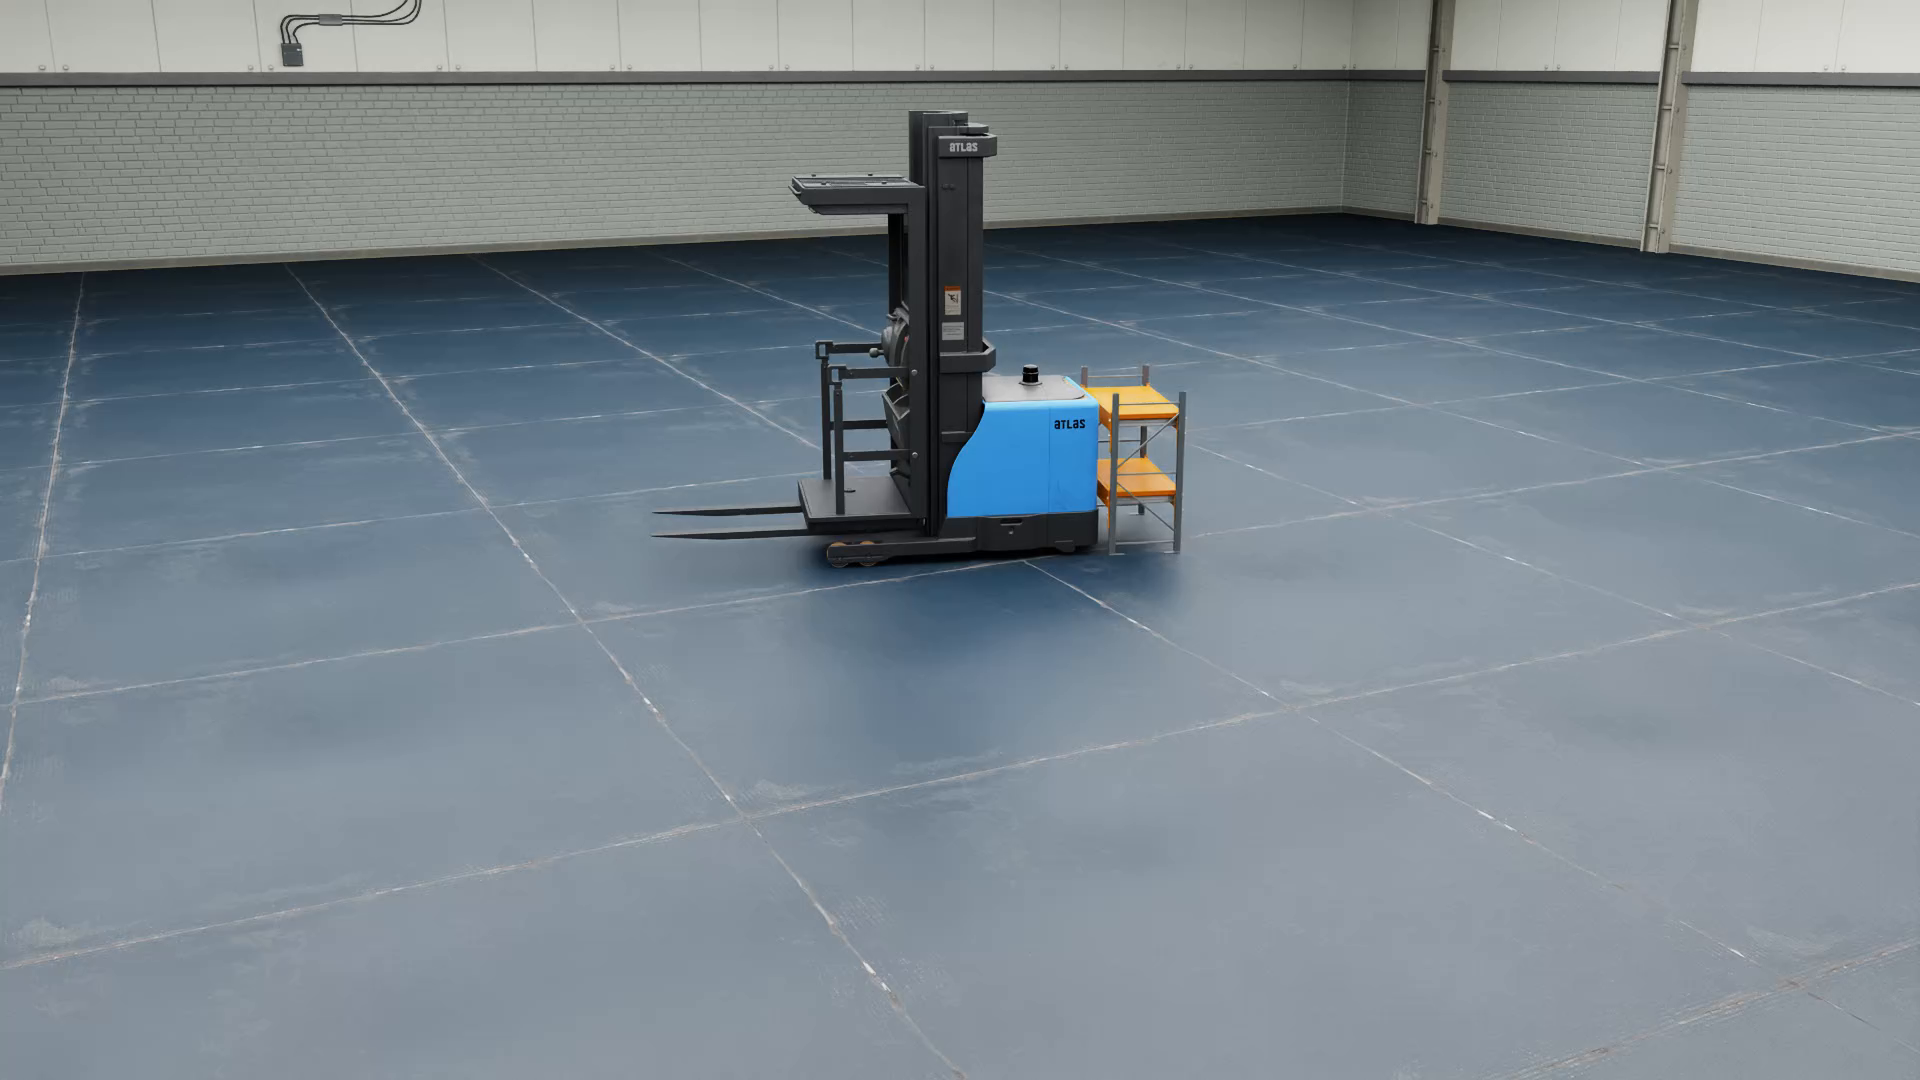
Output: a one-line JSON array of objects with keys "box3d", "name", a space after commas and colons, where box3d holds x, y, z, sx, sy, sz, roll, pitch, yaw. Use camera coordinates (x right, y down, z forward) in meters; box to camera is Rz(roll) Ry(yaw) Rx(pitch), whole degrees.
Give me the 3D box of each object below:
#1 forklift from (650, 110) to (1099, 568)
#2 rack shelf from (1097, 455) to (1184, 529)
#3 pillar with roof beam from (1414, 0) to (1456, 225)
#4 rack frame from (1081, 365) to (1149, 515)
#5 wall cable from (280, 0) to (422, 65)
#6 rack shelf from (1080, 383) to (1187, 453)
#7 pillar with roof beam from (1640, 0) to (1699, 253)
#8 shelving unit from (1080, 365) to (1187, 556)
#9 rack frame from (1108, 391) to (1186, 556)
[{"box3d": [-0.614, -1.381, 11.250, 3.031, 2.935, 1.130, -3, 16, -9], "name": "forklift"}, {"box3d": [1.197, -0.351, 11.819, 0.538, 0.278, 1.000, -2, 16, -7], "name": "rack shelf"}, {"box3d": [5.917, -10.449, 31.847, 9.100, 9.000, 0.400, -8, 18, -25], "name": "pillar with roof beam"}, {"box3d": [1.128, -0.725, 12.236, 0.500, 1.125, 0.032, -2, 16, -7], "name": "rack frame"}, {"box3d": [-10.090, -10.830, 27.012, 2.305, 6.003, 0.169, -8, 18, -25], "name": "wall cable"}, {"box3d": [1.197, -0.867, 11.671, 0.538, 0.278, 1.000, -2, 16, -7], "name": "rack shelf"}, {"box3d": [8.546, -8.961, 26.662, 9.100, 9.000, 0.400, -8, 18, -25], "name": "pillar with roof beam"}, {"box3d": [1.197, -0.586, 11.752, 0.538, 1.125, 1.048, -2, 16, -7], "name": "shelving unit"}, {"box3d": [1.266, -0.447, 11.268, 0.500, 1.125, 0.032, -2, 16, -7], "name": "rack frame"}]
